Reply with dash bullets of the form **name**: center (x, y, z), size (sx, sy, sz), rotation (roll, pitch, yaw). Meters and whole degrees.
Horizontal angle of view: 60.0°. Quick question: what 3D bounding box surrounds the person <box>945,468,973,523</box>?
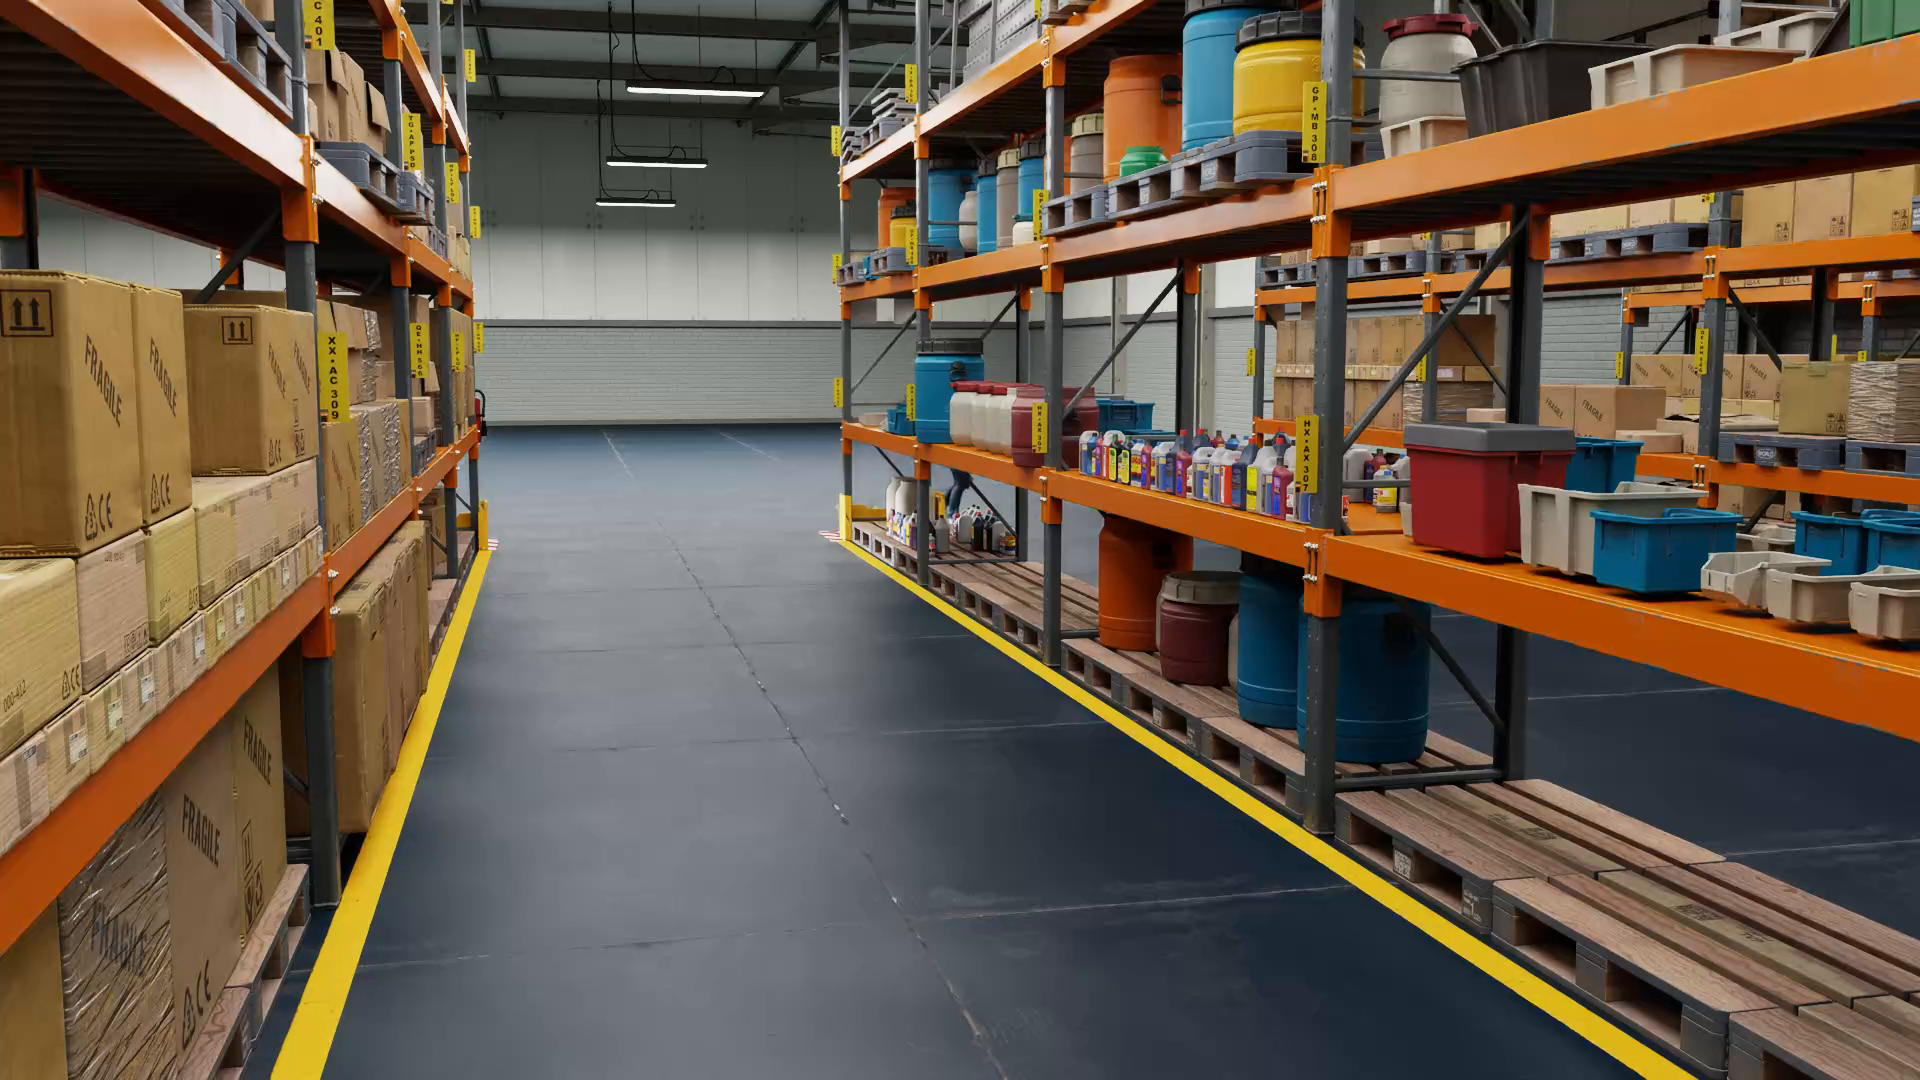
- **person**: center (-0.059, -0.979, 19.978), size (0.445, 1.590, 0.449), rotation (0, 6, -3)
